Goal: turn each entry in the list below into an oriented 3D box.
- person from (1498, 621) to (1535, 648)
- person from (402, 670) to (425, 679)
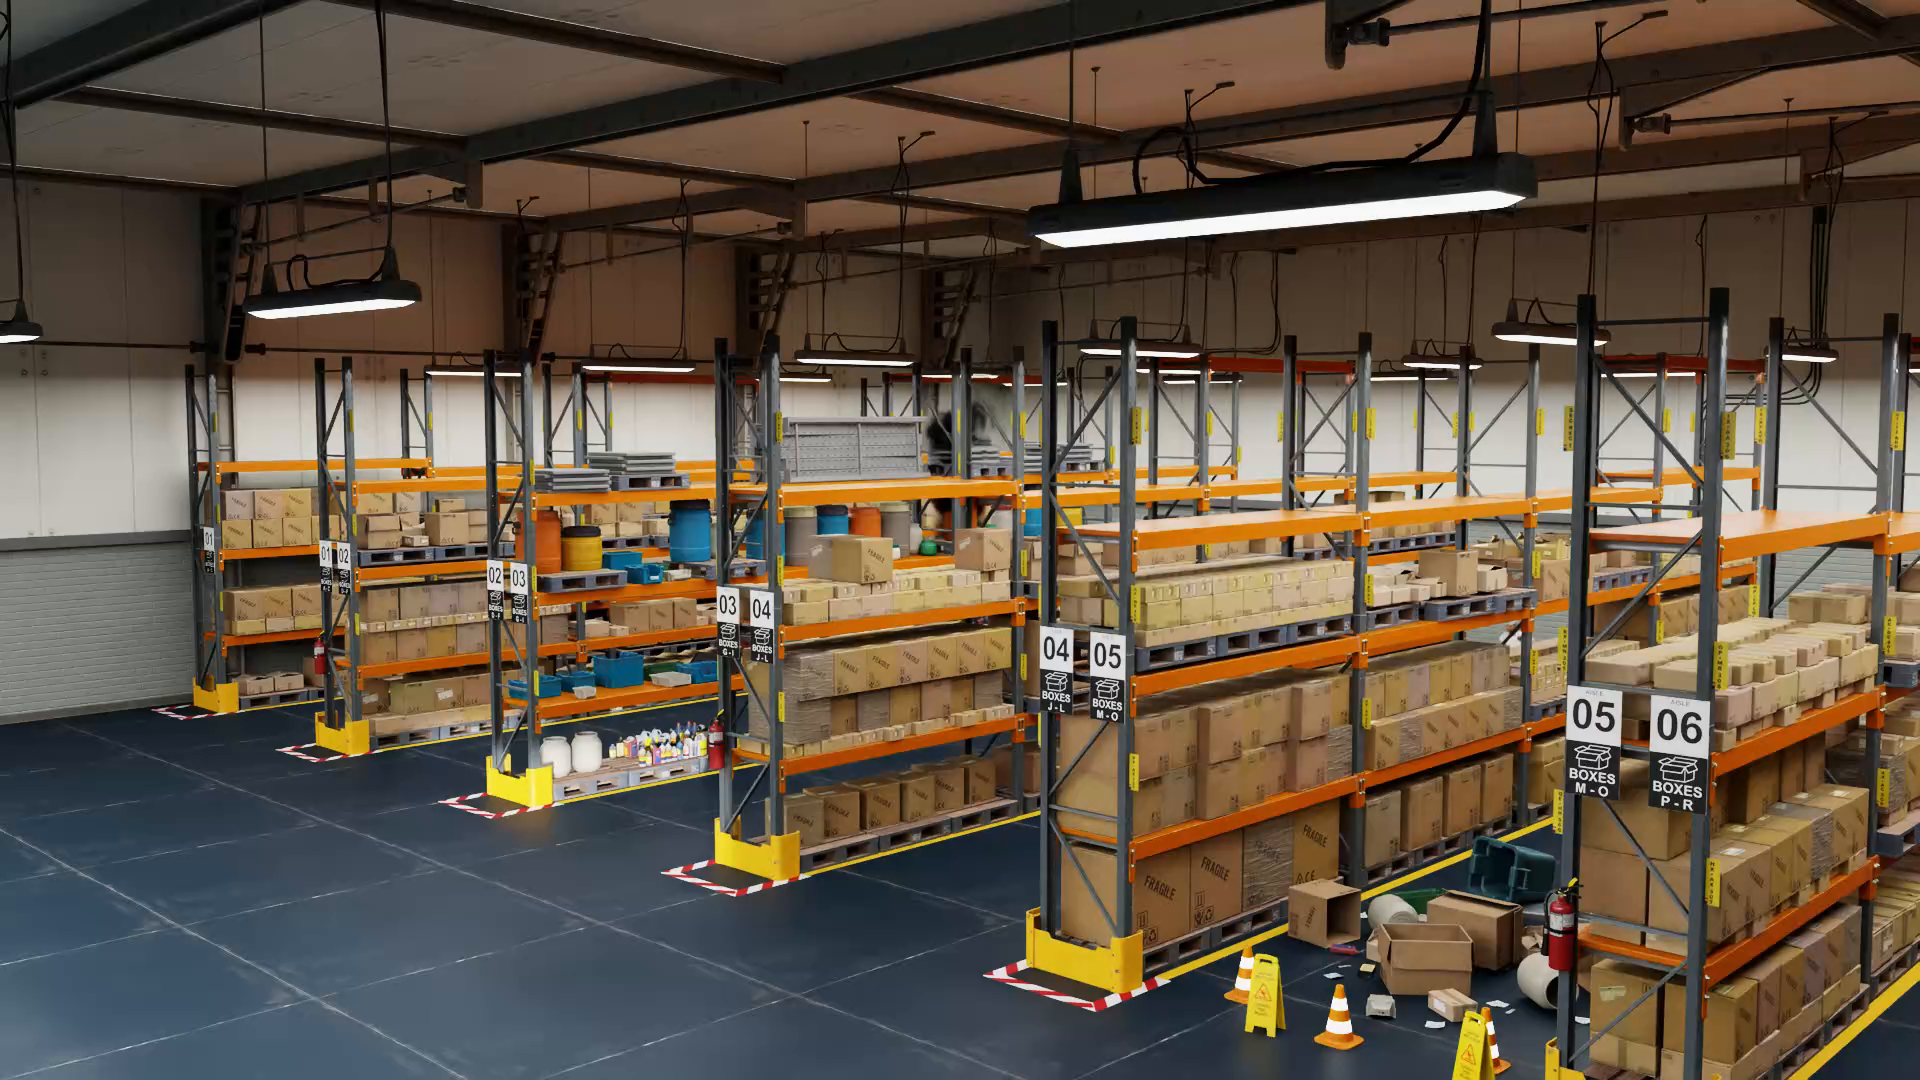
[{"bbox_3d":[9.656,2.178,28.694,0.746,1.667,0.651,4,6,40],"label":"person"},{"bbox_3d":[-9.419,2.102,28.800,0.702,1.602,0.704,2,5,27],"label":"person"}]
